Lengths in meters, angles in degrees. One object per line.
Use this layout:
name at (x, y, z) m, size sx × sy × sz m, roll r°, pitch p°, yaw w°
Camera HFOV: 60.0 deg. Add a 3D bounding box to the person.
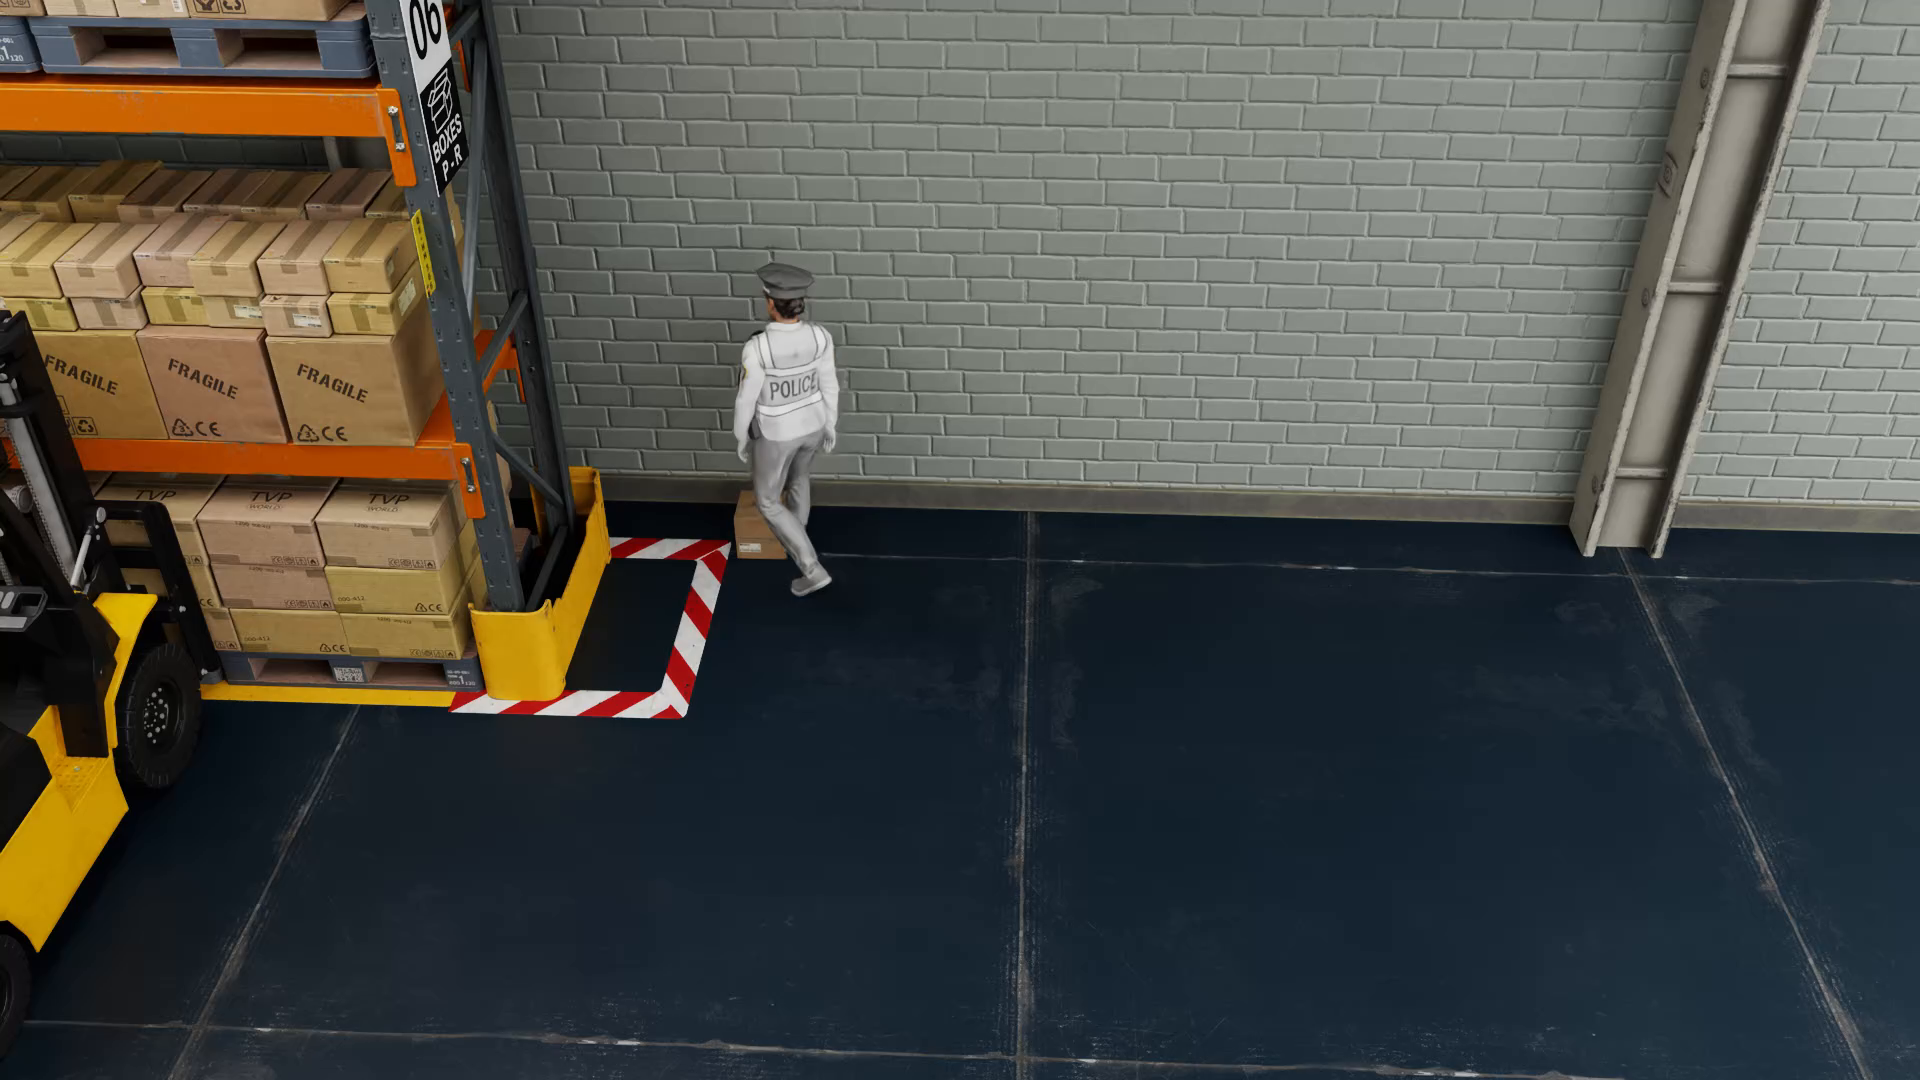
person at (-0.803, -0.503, 7.787) m, size 0.497 × 1.639 × 0.789 m, roll -23°, pitch 42°, yaw -28°
